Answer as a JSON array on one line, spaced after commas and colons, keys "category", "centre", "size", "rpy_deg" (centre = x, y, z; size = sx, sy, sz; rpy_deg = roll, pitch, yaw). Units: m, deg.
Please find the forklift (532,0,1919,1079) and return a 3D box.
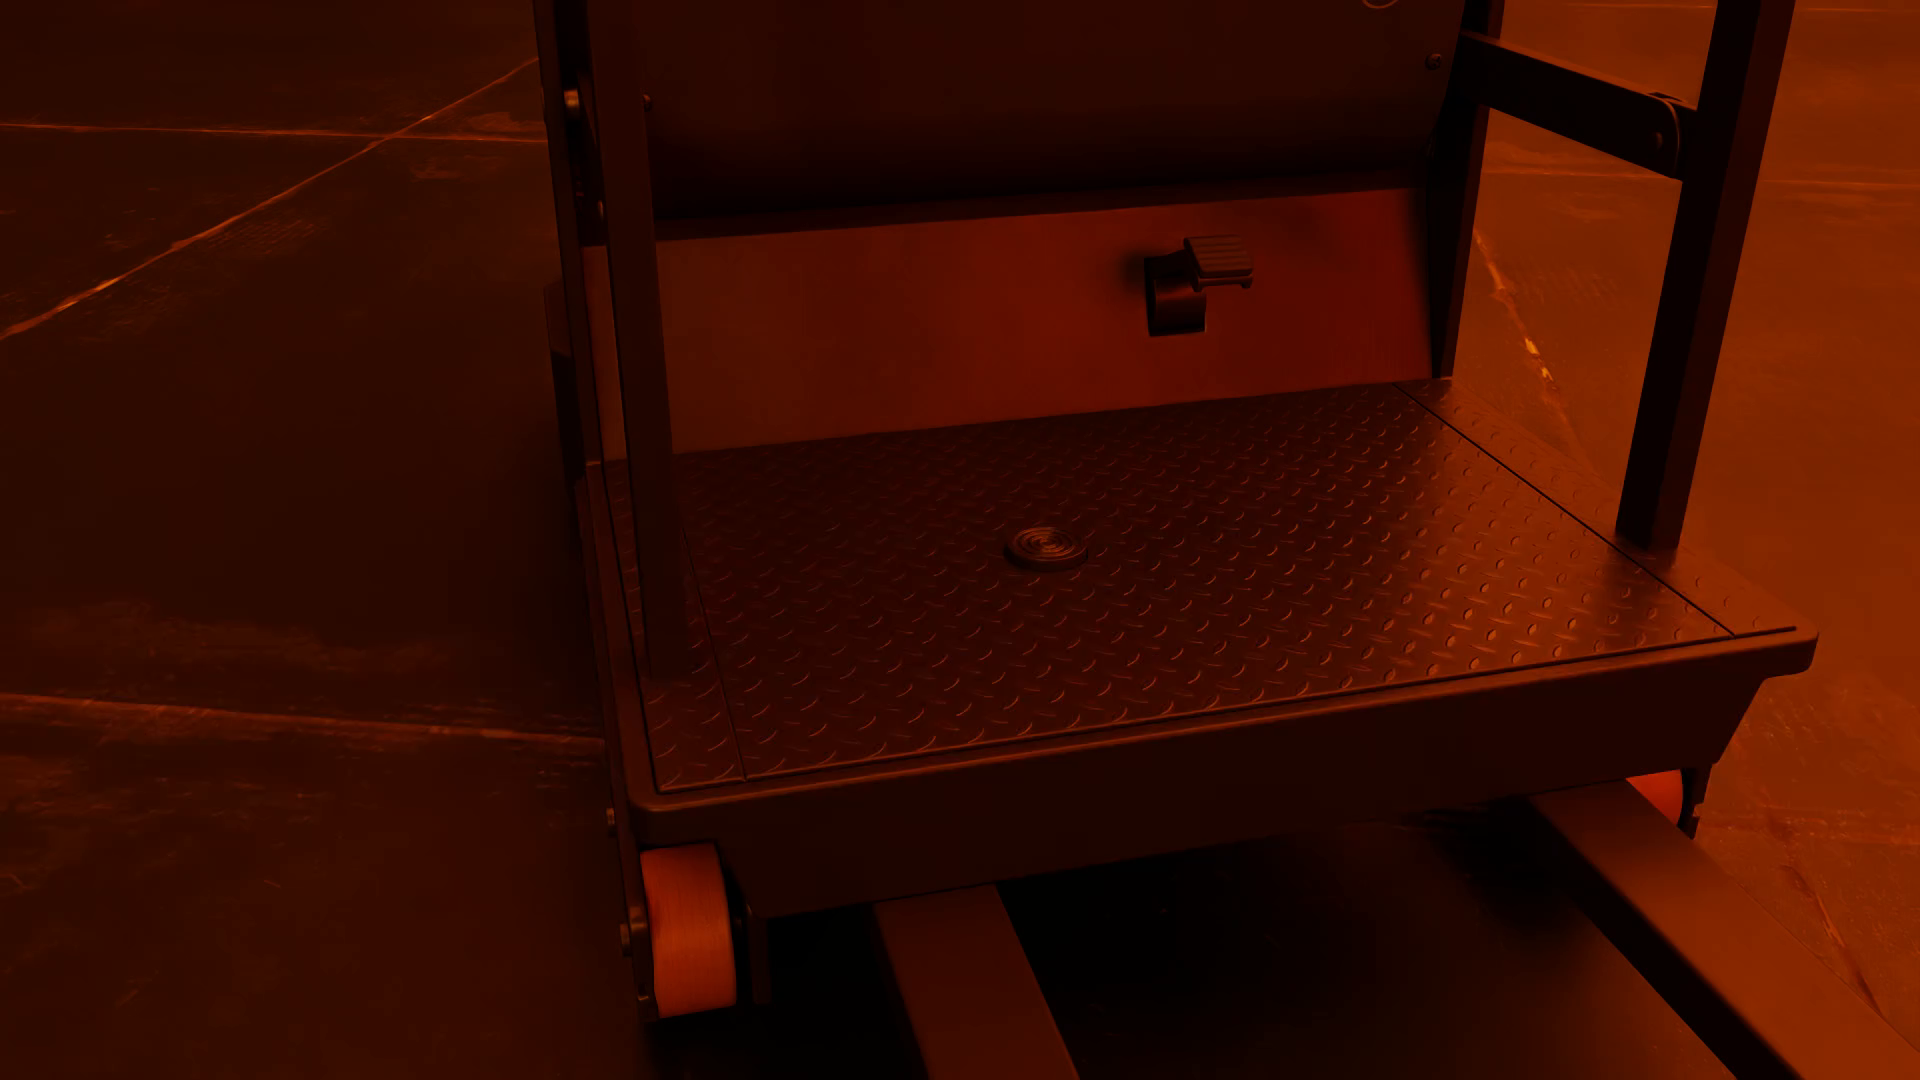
[{"category": "forklift", "centre": [0.153, -1.049, 1.319], "size": [1.130, 2.935, 3.031], "rpy_deg": [-7, 27, -13]}]
